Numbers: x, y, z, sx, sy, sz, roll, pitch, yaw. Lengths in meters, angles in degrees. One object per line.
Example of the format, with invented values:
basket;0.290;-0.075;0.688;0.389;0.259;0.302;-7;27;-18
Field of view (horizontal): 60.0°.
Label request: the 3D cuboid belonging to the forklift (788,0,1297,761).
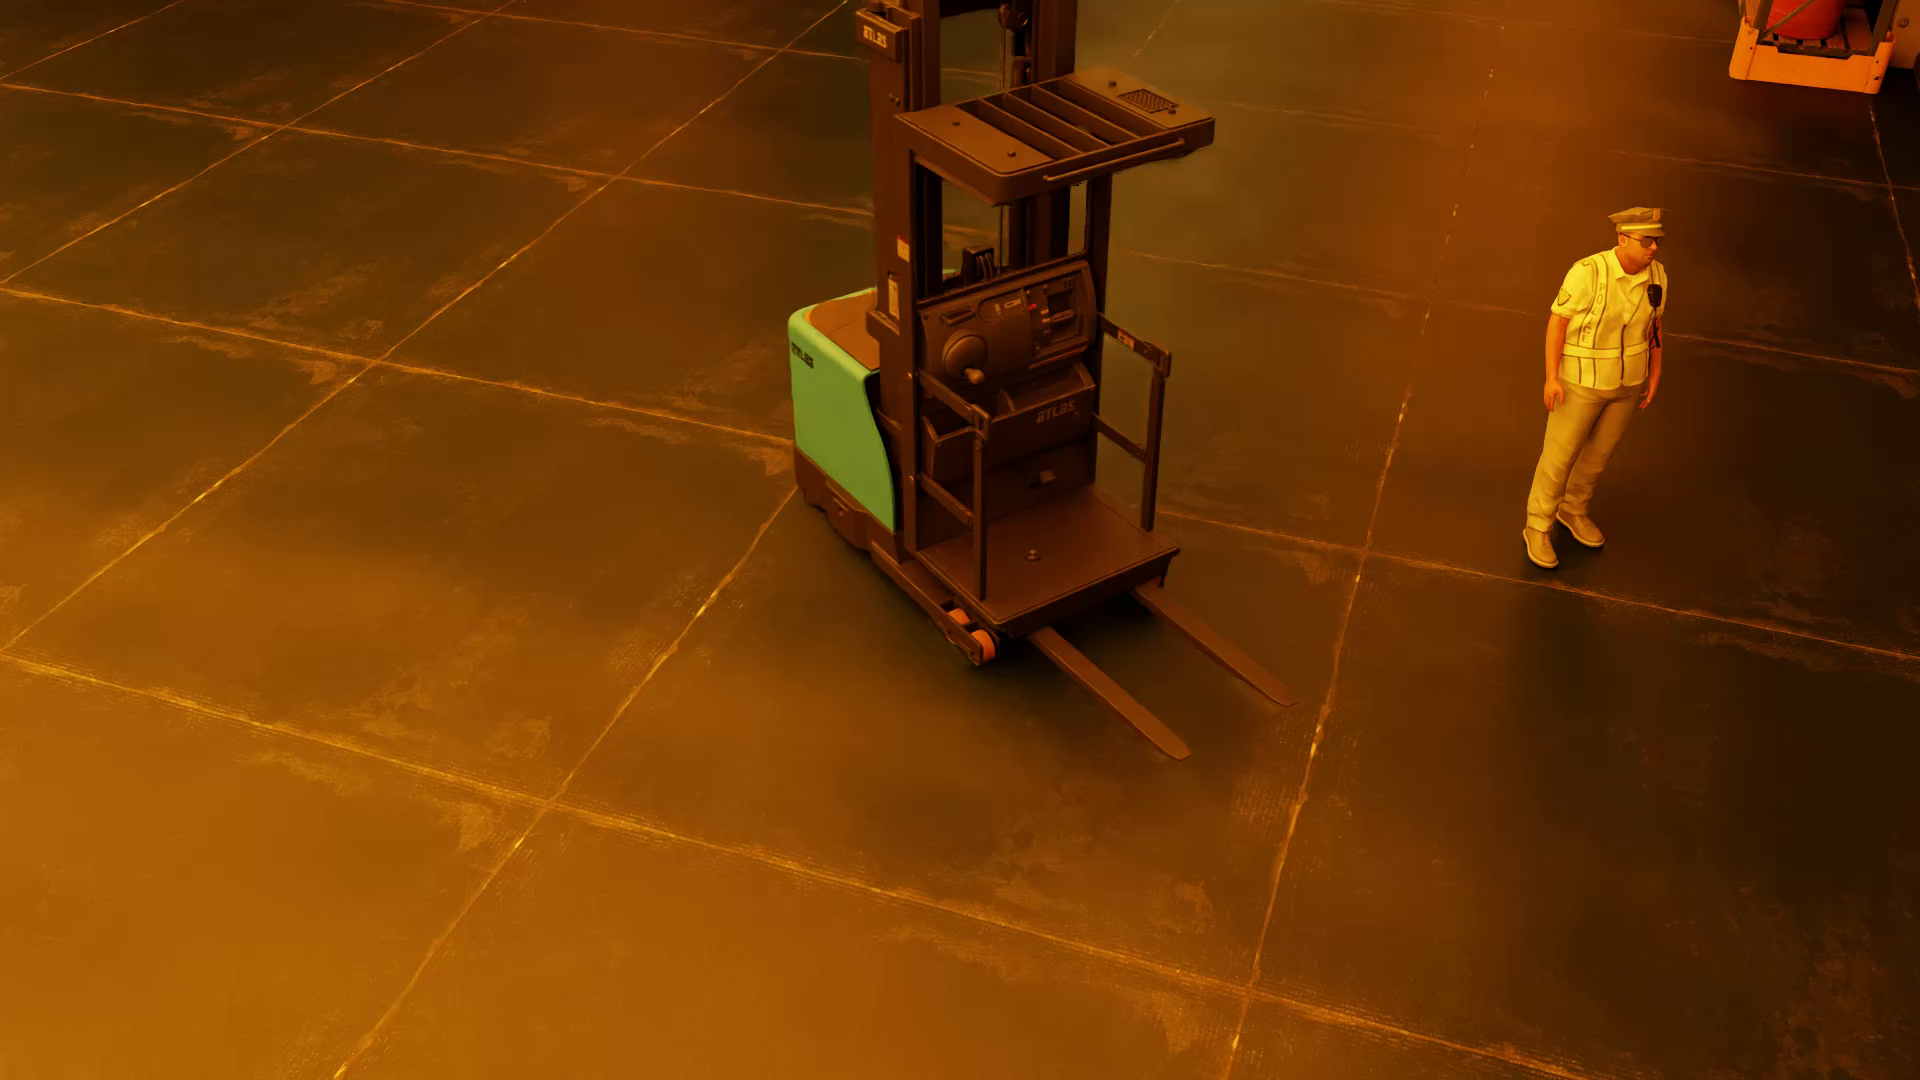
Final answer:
forklift;0.350;-0.924;7.414;1.130;2.935;3.031;-21;41;-27
